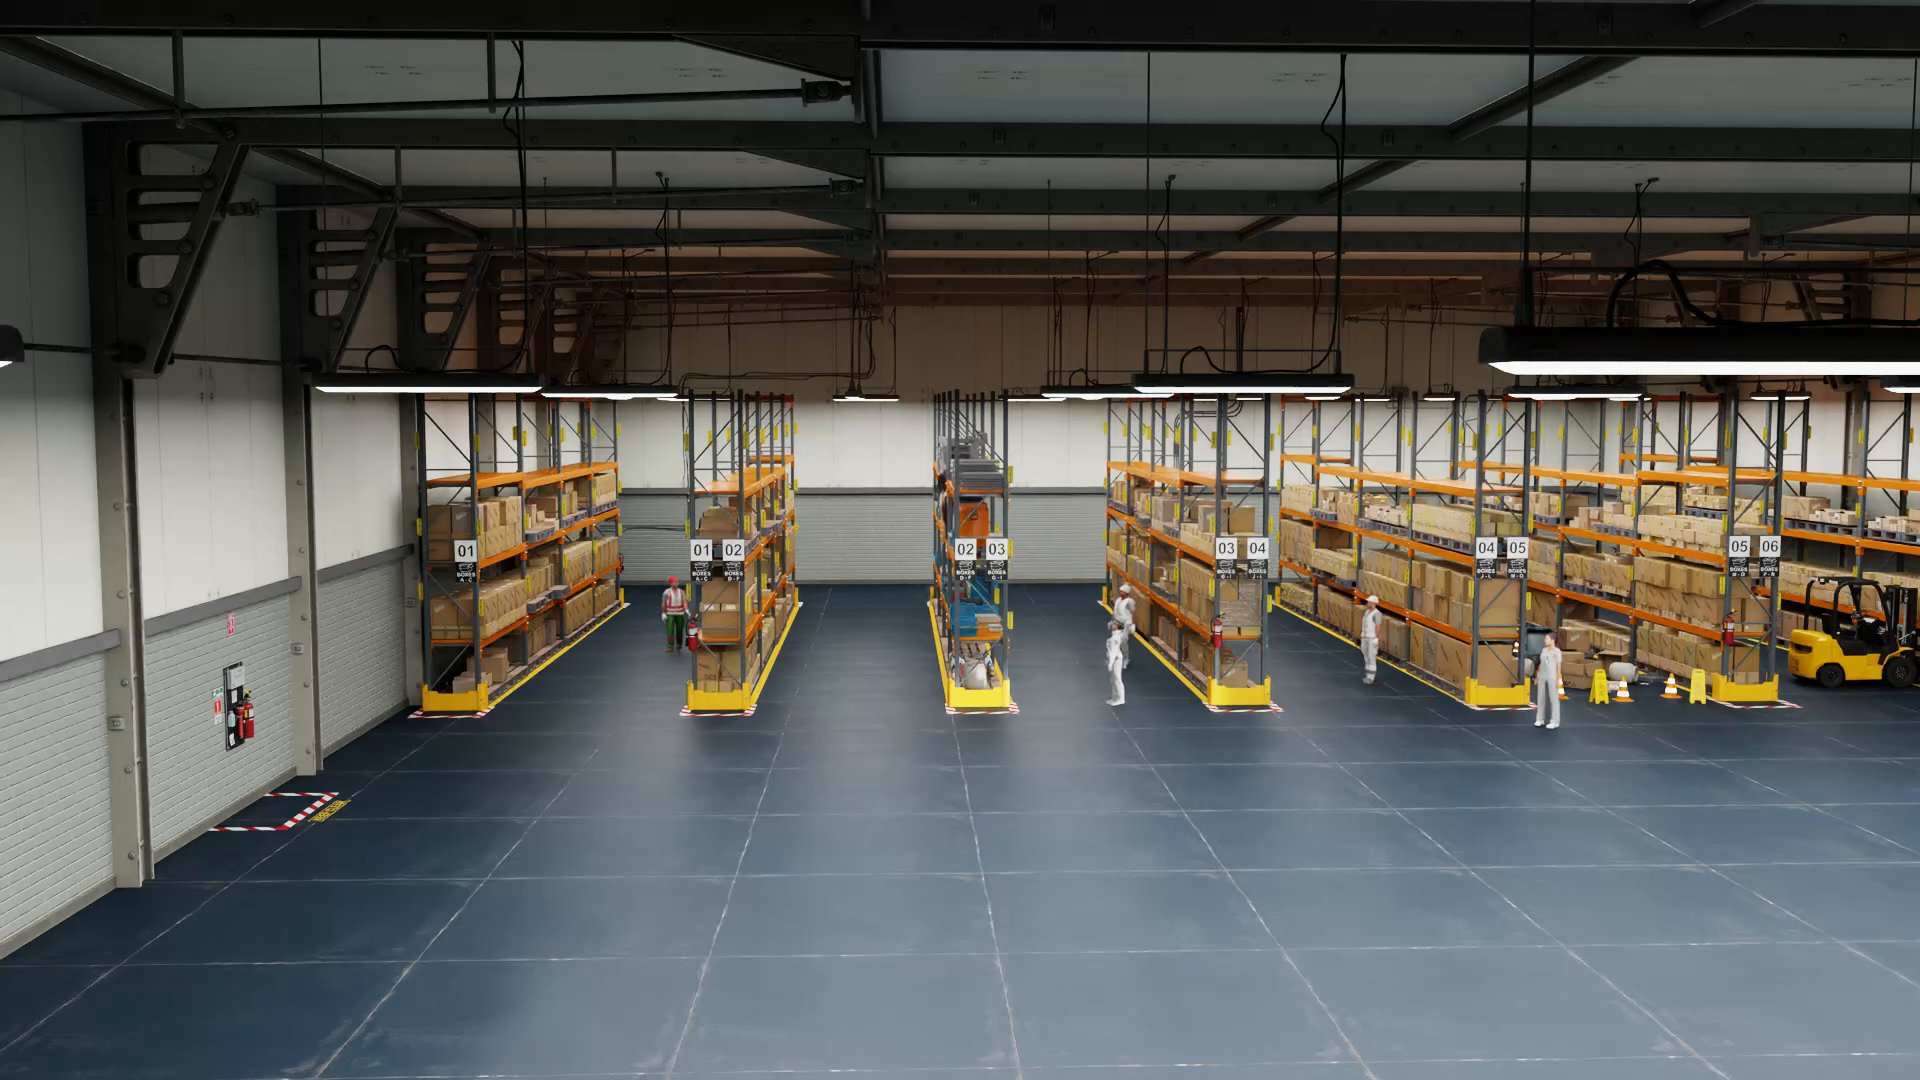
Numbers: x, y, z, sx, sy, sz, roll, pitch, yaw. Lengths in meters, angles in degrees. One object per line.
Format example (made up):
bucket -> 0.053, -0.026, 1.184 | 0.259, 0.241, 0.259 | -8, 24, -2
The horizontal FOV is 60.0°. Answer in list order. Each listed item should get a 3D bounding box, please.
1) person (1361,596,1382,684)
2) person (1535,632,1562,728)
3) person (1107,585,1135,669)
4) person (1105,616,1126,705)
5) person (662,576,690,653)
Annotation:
person -> 8.385, 2.041, 34.243 | 0.599, 1.789, 0.548 | -3, 6, -34
person -> 10.433, 2.475, 29.499 | 0.386, 1.675, 0.490 | -4, 6, -40
person -> 3.542, 1.894, 36.292 | 0.639, 1.834, 0.607 | 3, 6, 37
person -> 2.942, 2.299, 31.738 | 0.421, 1.702, 0.568 | -1, 5, -13
person -> -6.542, 1.708, 38.271 | 0.654, 1.729, 1.060 | 0, 5, -5
